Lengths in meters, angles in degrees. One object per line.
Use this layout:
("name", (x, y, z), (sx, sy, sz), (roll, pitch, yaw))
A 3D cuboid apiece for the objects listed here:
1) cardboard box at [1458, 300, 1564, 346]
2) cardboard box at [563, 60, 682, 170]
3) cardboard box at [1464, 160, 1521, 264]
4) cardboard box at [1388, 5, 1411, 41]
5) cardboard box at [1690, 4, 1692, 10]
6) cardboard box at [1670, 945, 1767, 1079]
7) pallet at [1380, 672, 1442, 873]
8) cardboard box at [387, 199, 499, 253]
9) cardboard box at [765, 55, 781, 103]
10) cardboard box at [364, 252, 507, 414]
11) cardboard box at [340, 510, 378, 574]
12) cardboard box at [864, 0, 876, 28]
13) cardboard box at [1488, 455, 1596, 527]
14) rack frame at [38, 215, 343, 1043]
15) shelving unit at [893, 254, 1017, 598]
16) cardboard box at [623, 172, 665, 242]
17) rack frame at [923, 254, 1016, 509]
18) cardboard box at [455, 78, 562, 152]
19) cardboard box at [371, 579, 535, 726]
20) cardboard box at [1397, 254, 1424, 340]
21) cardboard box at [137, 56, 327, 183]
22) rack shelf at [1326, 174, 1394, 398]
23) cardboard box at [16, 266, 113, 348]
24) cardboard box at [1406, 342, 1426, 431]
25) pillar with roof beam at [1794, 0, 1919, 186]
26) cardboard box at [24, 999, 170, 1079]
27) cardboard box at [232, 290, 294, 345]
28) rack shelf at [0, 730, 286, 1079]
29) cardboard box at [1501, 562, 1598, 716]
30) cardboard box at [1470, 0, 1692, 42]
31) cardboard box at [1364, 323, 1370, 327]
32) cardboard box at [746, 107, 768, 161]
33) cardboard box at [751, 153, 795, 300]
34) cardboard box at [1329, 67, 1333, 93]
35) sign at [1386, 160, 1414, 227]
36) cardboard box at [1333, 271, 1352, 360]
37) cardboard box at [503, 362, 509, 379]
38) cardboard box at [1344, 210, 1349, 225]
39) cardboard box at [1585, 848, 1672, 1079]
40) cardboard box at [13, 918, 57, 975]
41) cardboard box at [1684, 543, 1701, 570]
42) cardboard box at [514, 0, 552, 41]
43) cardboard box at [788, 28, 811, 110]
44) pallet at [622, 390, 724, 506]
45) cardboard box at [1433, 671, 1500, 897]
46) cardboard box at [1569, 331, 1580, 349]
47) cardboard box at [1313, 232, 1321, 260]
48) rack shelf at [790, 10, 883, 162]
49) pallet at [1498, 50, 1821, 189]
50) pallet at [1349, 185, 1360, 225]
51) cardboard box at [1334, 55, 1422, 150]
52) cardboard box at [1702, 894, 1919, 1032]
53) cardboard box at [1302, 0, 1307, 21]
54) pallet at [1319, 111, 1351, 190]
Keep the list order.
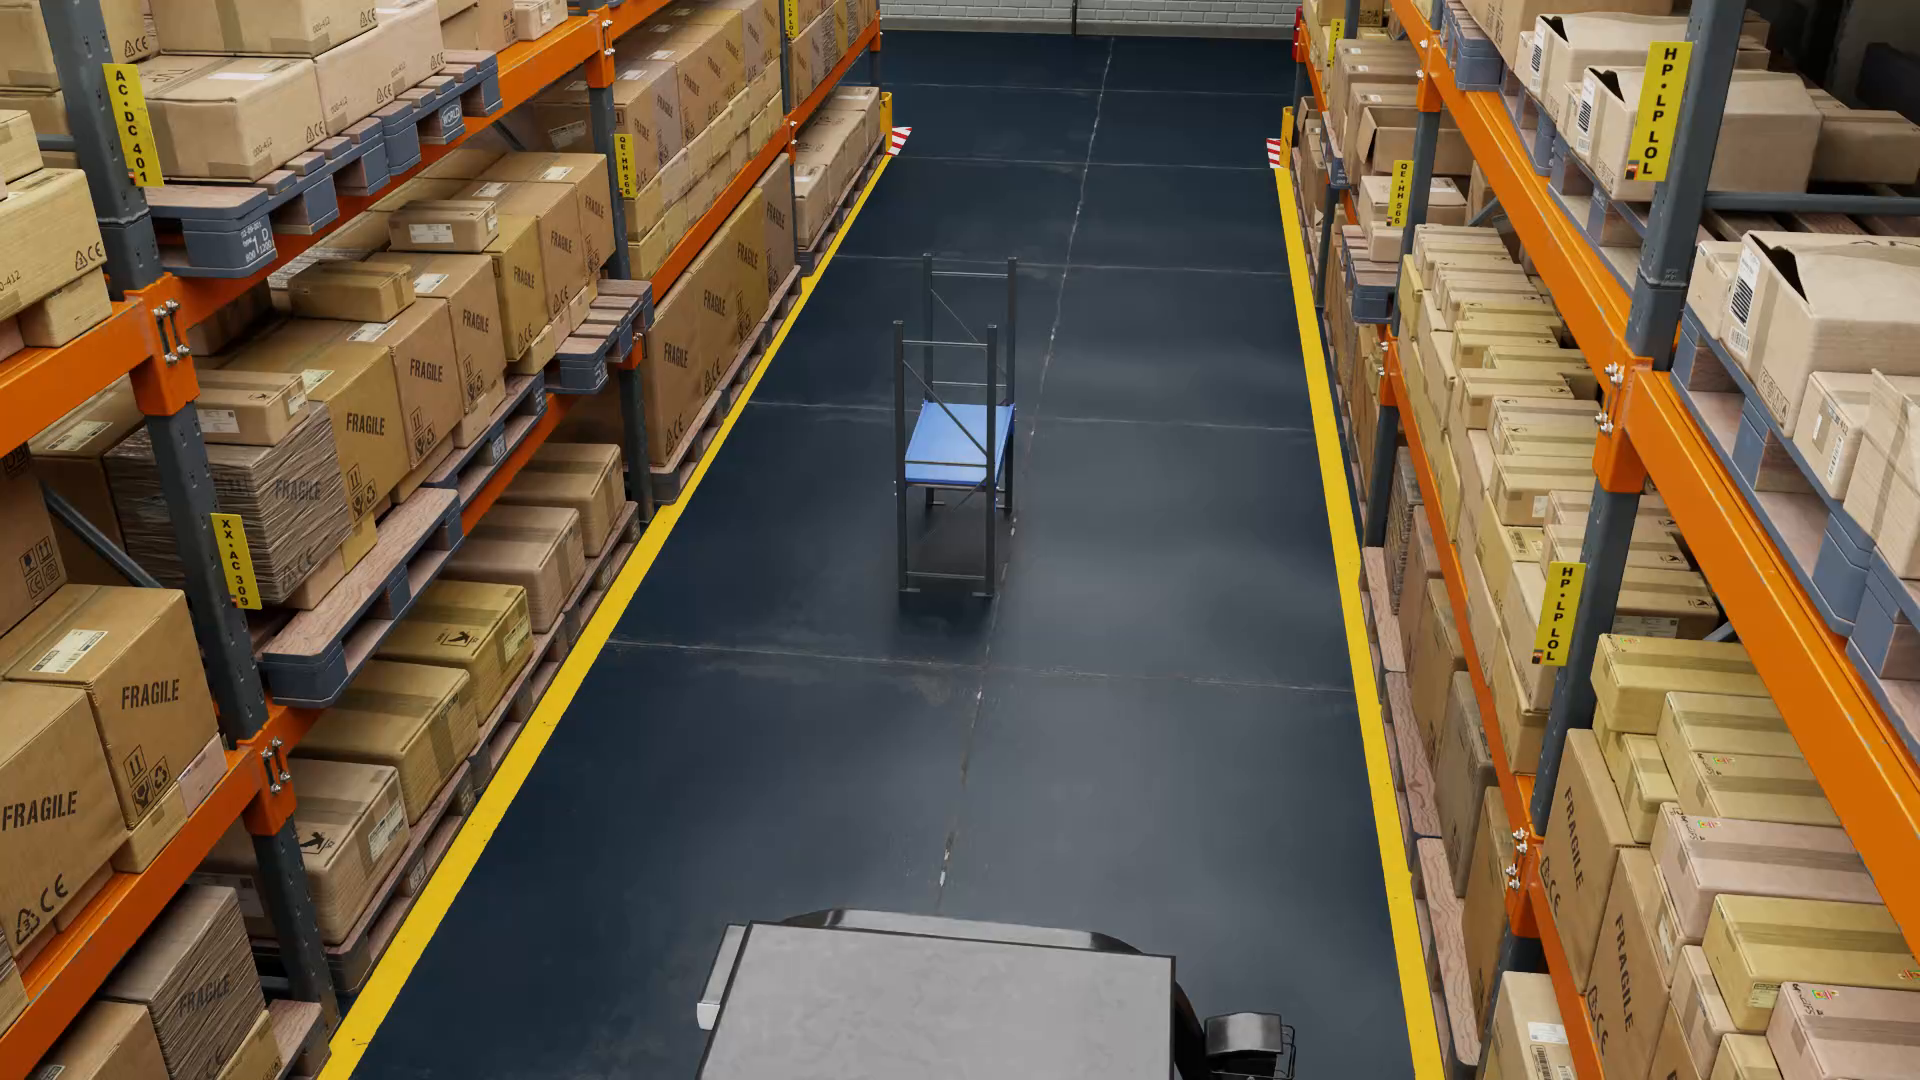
("cardboard box", (2.288, -0.881, 6.933), (0.380, 0.149, 0.250), (4, 29, 7))
("cardboard box", (-1.895, -2.399, 9.381), (0.500, 0.500, 0.500), (3, 29, 6))
("cardboard box", (2.895, -1.638, 8.580), (0.500, 0.500, 0.500), (5, 29, 9))
("cardboard box", (3.614, -4.139, 12.825), (0.500, 0.500, 0.500), (3, 28, 5))
("cardboard box", (2.843, -2.304, 6.811), (0.500, 0.250, 0.500), (3, 28, 6))
("cardboard box", (1.715, 0.993, 3.454), (0.380, 0.149, 0.250), (3, 28, 6))
("pallet", (2.386, 1.009, 7.154), (1.003, 0.211, 1.213), (3, 28, 6))
("cardboard box", (-2.170, -1.322, 6.995), (0.380, 0.149, 0.250), (2, 28, 4))
("cardboard box", (-1.572, -3.278, 11.803), (0.500, 0.250, 0.500), (3, 28, 6))
("cardboard box", (-2.210, -0.854, 6.811), (0.500, 0.500, 0.500), (2, 28, 4))
("cardboard box", (-2.319, -0.013, 5.934), (0.380, 0.149, 0.250), (4, 29, 7))
("cardboard box", (-1.066, -5.030, 15.319), (0.500, 0.500, 0.500), (4, 29, 6))
("cardboard box", (2.005, -0.163, 5.600), (0.380, 0.149, 0.250), (2, 28, 5))
("rack frame", (-2.740, 0.420, 5.308), (1.000, 3.000, 0.127), (3, 28, 6))
("shelving unit", (-0.010, -0.620, 8.820), (0.538, 1.500, 1.048), (3, 28, 6))
("cardboard box", (-1.942, -1.841, 9.136), (0.500, 0.250, 0.500), (3, 28, 6))
("rack frame", (0.052, -0.859, 9.264), (0.500, 1.500, 0.032), (3, 28, 6))
("cardboard box", (-2.446, -2.206, 9.022), (0.500, 0.500, 0.500), (3, 28, 5))
("cardboard box", (-2.510, 0.479, 7.526), (0.950, 0.372, 0.625), (4, 29, 8))
("cardboard box", (2.356, -1.137, 7.829), (0.500, 0.250, 0.500), (3, 28, 6))
("cardboard box", (-2.270, -1.271, 4.999), (0.500, 0.250, 0.500), (3, 28, 5))
("rack shelf", (2.922, -1.801, 10.188), (1.077, 0.370, 4.000), (3, 28, 6))
("cardboard box", (-2.475, -0.623, 4.347), (0.380, 0.149, 0.250), (3, 29, 6))
("cardboard box", (2.314, -0.679, 7.506), (0.500, 0.250, 0.500), (3, 28, 5))
("pillar with roof beam", (-0.861, -3.401, 6.075), (9.100, 9.000, 0.400), (3, 28, 6))
("cardboard box", (-2.606, 1.649, 4.692), (0.500, 0.500, 0.500), (4, 29, 7))
("cardboard box", (-2.782, -0.647, 6.426), (0.500, 0.500, 0.500), (4, 29, 8))
("rack shelf", (-2.985, 1.678, 3.731), (1.077, 0.370, 4.000), (3, 28, 6))
("cardboard box", (1.994, 0.307, 5.149), (0.500, 0.250, 0.500), (3, 28, 5))
("cardboard box", (2.384, -2.199, 6.354), (0.700, 0.500, 0.500), (3, 28, 5))
("cardboard box", (2.677, -1.416, 10.224), (0.380, 0.149, 0.250), (2, 28, 4))
("cardboard box", (-1.628, -2.814, 11.469), (0.500, 0.250, 0.500), (3, 28, 5))
("cardboard box", (-1.756, -2.299, 12.151), (0.875, 0.875, 0.875), (4, 29, 8))
("cardboard box", (2.988, -3.378, 12.202), (0.500, 0.250, 0.500), (4, 29, 7))
("sign", (2.137, -1.678, 8.065), (0.100, 0.325, 0.005), (3, 28, 6))
("cardboard box", (2.764, -1.443, 10.958), (0.500, 0.500, 0.500), (3, 28, 5))
("cardboard box", (-2.218, -0.758, 7.317), (0.380, 0.149, 0.250), (4, 29, 7))
("cardboard box", (2.875, -2.281, 11.517), (0.380, 0.149, 0.250), (2, 28, 4))
("cardboard box", (1.826, 1.103, 3.935), (0.500, 0.500, 0.500), (4, 29, 7))
("cardboard box", (-2.654, 1.052, 4.399), (0.380, 0.149, 0.250), (3, 28, 5))
("cardboard box", (2.575, 0.093, 5.546), (0.500, 0.250, 0.500), (3, 28, 6))
("cardboard box", (-2.102, -2.395, 7.635), (0.380, 0.149, 0.250), (3, 28, 6))
("cardboard box", (-1.442, -3.595, 12.655), (0.500, 0.500, 0.500), (4, 29, 8))
("pallet", (-2.078, -0.602, 10.145), (1.003, 0.211, 1.213), (3, 28, 6))
("cardboard box", (2.343, 0.956, 6.373), (0.875, 0.625, 0.625), (3, 28, 6))
("cardboard box", (2.755, -0.855, 6.884), (0.380, 0.149, 0.250), (3, 28, 6))
("cardboard box", (2.944, -2.268, 12.860), (0.380, 0.149, 0.250), (3, 28, 5))
("rack shelf", (-1.514, -3.970, 14.216), (1.077, 0.370, 4.000), (3, 28, 6))
("pallet", (2.549, -1.562, 6.024), (1.003, 0.211, 1.213), (5, 29, 9))
("pallet", (2.911, -2.007, 10.016), (1.003, 0.211, 1.213), (3, 28, 6))
("cardboard box", (2.823, -2.829, 10.791), (0.700, 0.500, 0.500), (4, 29, 7))
("cardboard box", (1.750, 0.867, 3.375), (0.380, 0.149, 0.250), (3, 28, 5))
("cardboard box", (3.334, -4.809, 14.858), (0.500, 0.250, 0.500), (4, 29, 6))
("pallet", (2.961, -2.605, 11.124), (1.003, 0.211, 1.213), (3, 28, 6))
